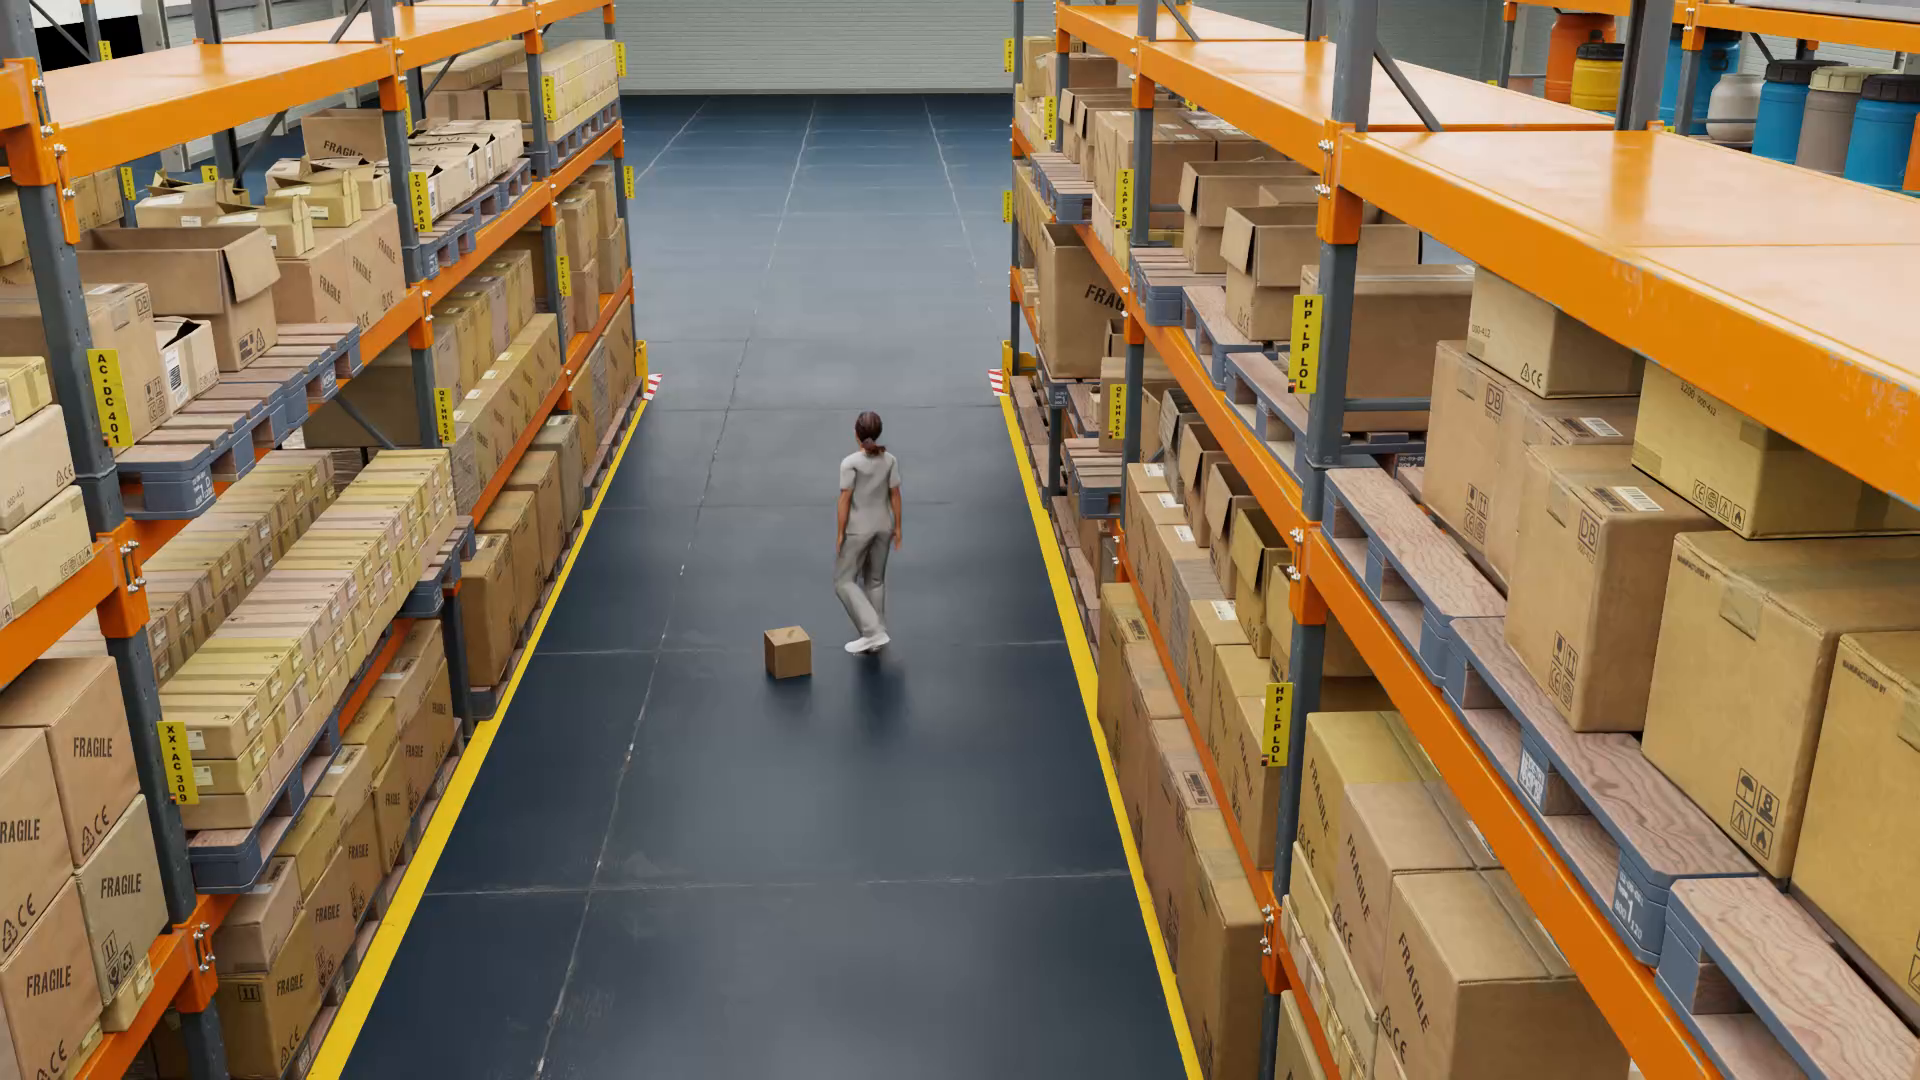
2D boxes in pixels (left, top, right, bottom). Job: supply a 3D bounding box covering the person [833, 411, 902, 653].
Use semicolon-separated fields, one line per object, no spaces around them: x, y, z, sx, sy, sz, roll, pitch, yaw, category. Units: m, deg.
-0.592;-0.005;11.132;0.523;1.644;0.530;-12;24;-29;person
